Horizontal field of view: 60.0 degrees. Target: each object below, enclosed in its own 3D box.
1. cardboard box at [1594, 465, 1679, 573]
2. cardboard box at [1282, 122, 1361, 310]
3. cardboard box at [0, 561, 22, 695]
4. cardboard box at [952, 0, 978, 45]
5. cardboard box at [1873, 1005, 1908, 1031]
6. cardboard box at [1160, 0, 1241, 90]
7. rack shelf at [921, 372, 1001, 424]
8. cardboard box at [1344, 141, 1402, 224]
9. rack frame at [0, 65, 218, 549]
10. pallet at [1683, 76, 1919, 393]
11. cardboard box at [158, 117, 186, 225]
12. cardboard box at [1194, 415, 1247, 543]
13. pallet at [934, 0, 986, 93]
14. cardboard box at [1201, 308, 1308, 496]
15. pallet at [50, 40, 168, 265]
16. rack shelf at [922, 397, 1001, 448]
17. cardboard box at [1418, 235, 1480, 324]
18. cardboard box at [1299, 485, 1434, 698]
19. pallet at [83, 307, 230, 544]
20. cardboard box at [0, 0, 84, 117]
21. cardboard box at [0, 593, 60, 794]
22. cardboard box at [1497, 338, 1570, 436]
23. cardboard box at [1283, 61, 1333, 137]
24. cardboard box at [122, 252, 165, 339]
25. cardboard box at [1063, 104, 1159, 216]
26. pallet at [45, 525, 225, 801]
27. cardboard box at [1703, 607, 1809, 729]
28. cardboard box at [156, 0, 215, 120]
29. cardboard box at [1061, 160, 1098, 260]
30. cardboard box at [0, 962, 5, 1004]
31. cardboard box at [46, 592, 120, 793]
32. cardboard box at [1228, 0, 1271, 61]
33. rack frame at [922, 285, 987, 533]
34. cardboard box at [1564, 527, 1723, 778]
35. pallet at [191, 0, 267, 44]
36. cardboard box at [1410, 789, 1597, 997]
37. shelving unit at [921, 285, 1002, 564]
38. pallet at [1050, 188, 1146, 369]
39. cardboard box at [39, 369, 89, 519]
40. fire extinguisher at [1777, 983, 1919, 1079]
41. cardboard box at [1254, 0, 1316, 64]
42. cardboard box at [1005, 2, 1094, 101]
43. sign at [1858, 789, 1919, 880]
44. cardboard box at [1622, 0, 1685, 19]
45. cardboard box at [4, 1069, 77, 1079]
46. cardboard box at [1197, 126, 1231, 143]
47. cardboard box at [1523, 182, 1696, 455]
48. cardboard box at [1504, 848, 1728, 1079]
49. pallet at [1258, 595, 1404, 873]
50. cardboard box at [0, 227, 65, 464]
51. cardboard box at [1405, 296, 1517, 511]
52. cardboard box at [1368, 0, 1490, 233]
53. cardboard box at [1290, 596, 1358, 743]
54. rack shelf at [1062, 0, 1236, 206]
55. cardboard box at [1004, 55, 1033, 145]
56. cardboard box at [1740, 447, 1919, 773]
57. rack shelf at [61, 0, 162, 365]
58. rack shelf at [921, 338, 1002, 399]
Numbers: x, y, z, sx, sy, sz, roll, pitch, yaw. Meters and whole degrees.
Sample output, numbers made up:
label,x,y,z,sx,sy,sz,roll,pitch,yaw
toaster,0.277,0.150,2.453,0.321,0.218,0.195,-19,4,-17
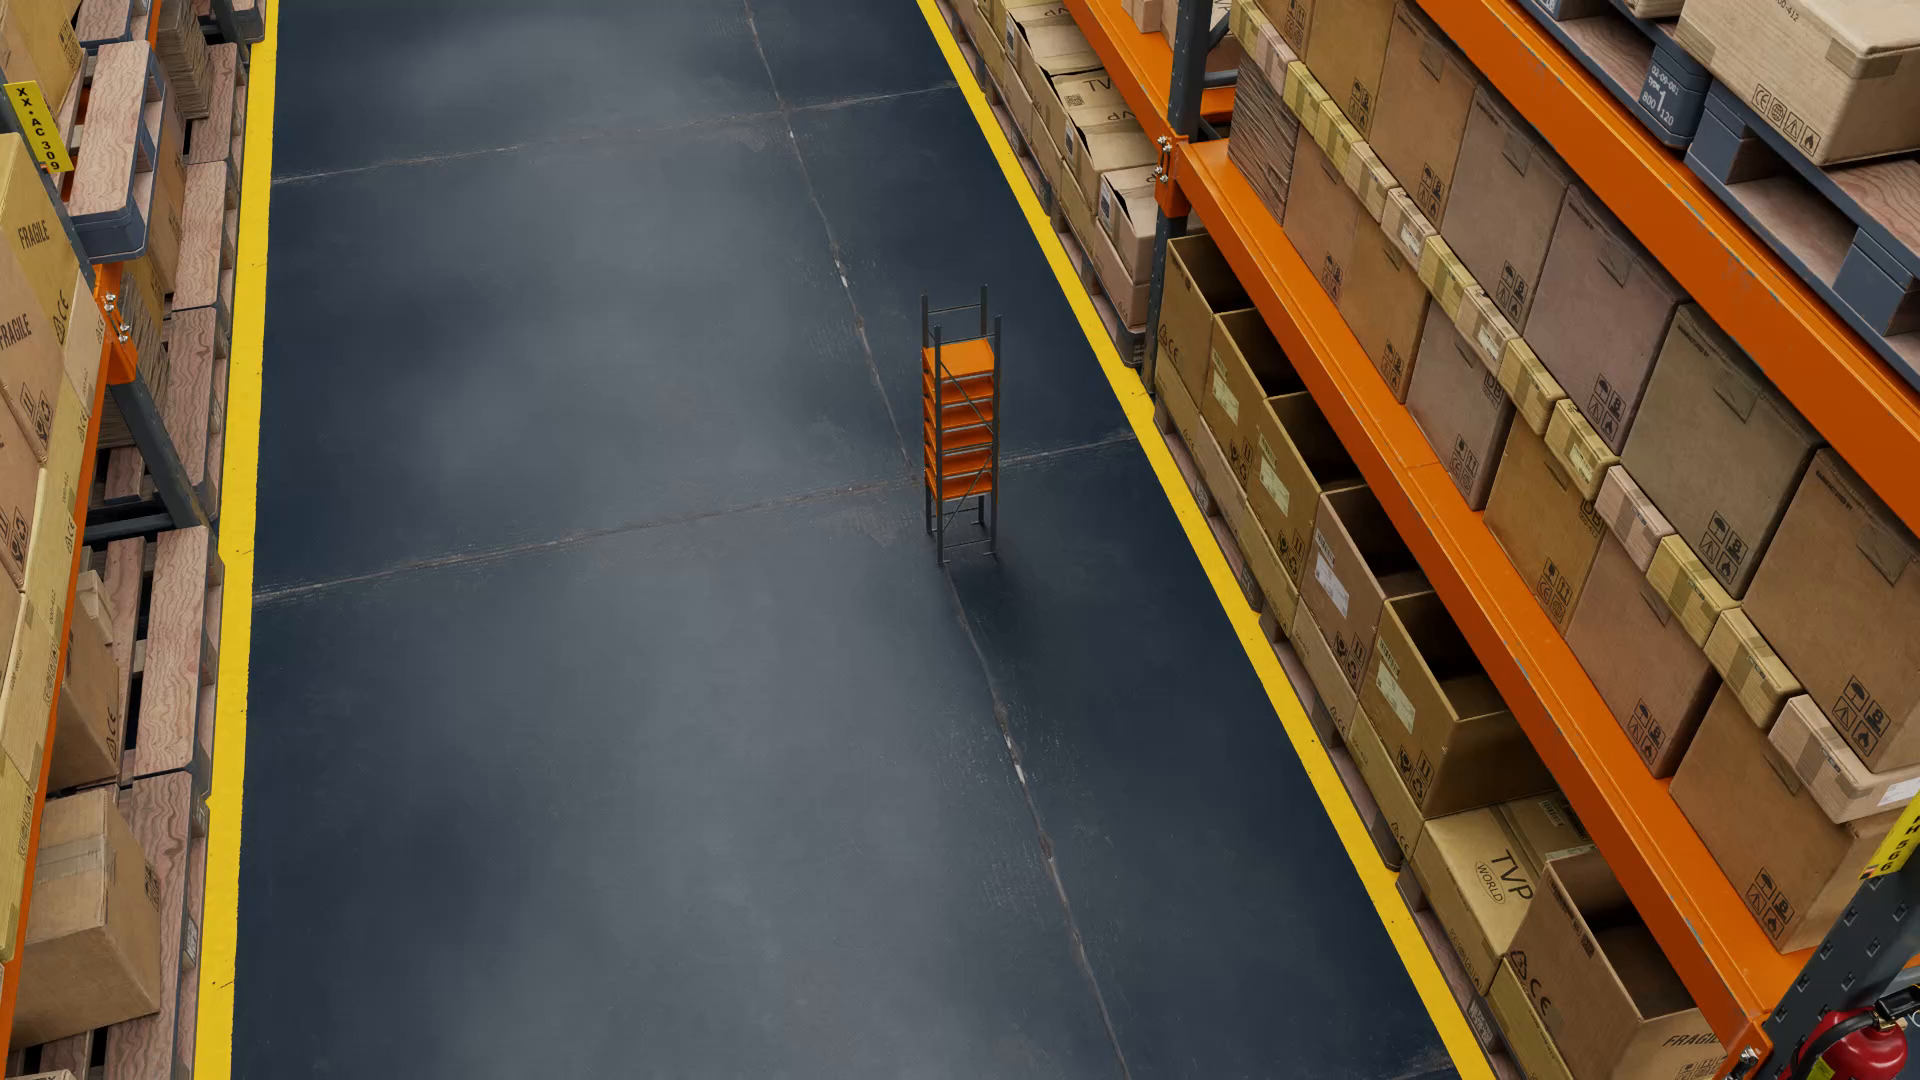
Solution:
label,x,y,z,sx,sy,sz,roll,pitch,yaw
cardboard box,1.853,-0.083,4.206,0.380,0.149,0.250,-10,46,-10
cardboard box,1.568,-1.189,5.745,0.700,0.500,0.500,-11,47,-11
cardboard box,-2.675,0.191,4.028,0.500,0.500,0.500,-9,46,-9
cardboard box,0.263,-3.006,9.227,0.500,0.250,0.500,-12,47,-11
cardboard box,2.409,1.344,4.964,0.500,0.250,0.500,-11,47,-10
cardboard box,1.139,-2.102,6.814,0.500,0.250,0.500,-8,46,-8
rack shelf,0.004,-0.547,6.172,0.258,0.103,0.180,-11,47,-10
cardboard box,1.451,-1.158,5.261,0.380,0.149,0.250,-12,47,-12
rack frame,-3.480,-0.914,5.545,1.000,3.000,0.127,-11,47,-10
pallet,2.175,-0.572,3.172,1.003,0.211,1.213,-11,47,-10
cardboard box,-4.096,-1.752,7.809,0.700,0.500,0.500,-11,47,-11
cardboard box,1.256,-0.285,6.560,0.500,0.250,0.500,-11,47,-10
pallet,0.456,-3.032,9.574,1.003,0.211,1.213,-11,47,-10
cardboard box,1.259,-0.548,6.293,0.500,0.500,0.500,-11,47,-10
pallet,-3.535,-1.401,6.157,1.003,0.211,1.213,-11,47,-10
rack shelf,0.004,-0.463,6.258,0.258,0.103,0.180,-11,47,-10
cardboard box,1.589,-0.794,4.904,0.380,0.149,0.250,-11,47,-11
cardboard box,1.509,0.143,5.615,0.500,0.500,0.500,-11,47,-10
pallet,-3.681,-0.475,7.068,1.003,0.211,1.213,-11,47,-10
cardboard box,-3.714,-1.848,6.082,0.700,0.500,0.500,-6,46,-6
cardboard box,-2.673,0.440,4.309,0.500,0.250,0.500,-10,46,-10
cardboard box,1.716,-0.445,4.562,0.380,0.149,0.250,-10,46,-9
cardboard box,1.321,-1.512,5.607,0.380,0.149,0.250,-12,47,-11
cardboard box,-3.866,-1.046,7.117,0.700,0.500,0.500,-12,47,-11
cardboard box,0.787,-1.788,7.641,0.500,0.311,0.500,-10,46,-9
pallet,-3.274,0.519,6.093,1.003,0.211,1.213,-11,47,-10
cardboard box,1.981,0.268,3.863,0.380,0.149,0.250,-10,46,-9
cardboard box,-4.270,-2.467,8.510,0.700,0.500,0.500,-10,46,-10
cardboard box,0.793,-1.590,7.839,0.500,0.250,0.500,-11,47,-11
cardboard box,-2.421,1.142,3.621,0.500,0.250,0.500,-12,47,-12
cardboard box,-3.176,0.516,5.586,0.500,0.500,0.500,-14,47,-13
cardboard box,1.189,-1.863,5.952,0.380,0.149,0.250,-11,47,-10
rack frame,-0.020,-0.473,6.374,0.240,1.200,0.006,-11,47,-10
cardboard box,2.085,0.218,4.366,0.700,0.500,0.500,-10,46,-9
pallet,-4.633,-3.258,9.795,1.003,0.211,1.213,-11,47,-10
cardboard box,1.769,1.096,5.207,0.500,0.250,0.500,-11,47,-10
shelving unit,0.004,-0.410,6.312,0.258,1.200,0.189,-11,47,-10
pallet,1.081,-1.348,7.923,1.003,0.211,1.213,-11,47,-10
cardboard box,-2.947,-0.251,4.987,0.500,0.250,0.500,-11,47,-10
fire extinguisher,1.912,1.133,3.593,0.296,0.674,0.183,-11,47,-10
cardboard box,1.427,-2.006,5.637,0.700,0.500,0.500,-10,47,-10
cardboard box,0.537,-2.481,8.320,0.500,0.311,0.500,-11,47,-11
sign,1.803,0.541,3.143,0.100,0.325,0.005,-11,47,-10
cardboard box,1.639,-1.406,3.598,0.500,0.311,0.500,-6,46,-6
cardboard box,-2.692,1.747,4.512,0.500,0.311,0.500,-7,46,-7
cardboard box,1.319,-1.880,7.731,0.500,0.311,0.500,-11,47,-11
cardboard box,1.941,-0.621,4.280,0.700,0.500,0.500,-11,47,-10
cardboard box,1.906,1.177,4.603,0.500,0.500,0.500,-11,47,-10
pallet,1.786,0.554,6.059,1.003,0.211,1.213,-11,47,-10
cardboard box,-2.927,-0.517,4.723,0.500,0.500,0.500,-11,47,-11
cardboard box,1.825,-0.488,5.058,0.700,0.500,0.500,-9,46,-9
cardboard box,1.685,-1.311,4.957,0.700,0.500,0.500,-11,47,-10
cardboard box,1.513,0.405,5.884,0.500,0.250,0.500,-11,47,-10
rack shelf,0.795,-2.951,8.046,1.077,0.370,4.000,-11,47,-10
cardboard box,0.533,-2.294,8.529,0.500,0.250,0.500,-10,46,-10
cardboard box,2.211,0.089,3.584,0.700,0.500,0.500,-11,47,-10
rack shelf,-3.992,-2.043,7.155,1.077,0.370,4.000,-11,47,-10
rack shelf,0.004,-0.631,6.086,0.258,0.103,0.180,-11,47,-10
